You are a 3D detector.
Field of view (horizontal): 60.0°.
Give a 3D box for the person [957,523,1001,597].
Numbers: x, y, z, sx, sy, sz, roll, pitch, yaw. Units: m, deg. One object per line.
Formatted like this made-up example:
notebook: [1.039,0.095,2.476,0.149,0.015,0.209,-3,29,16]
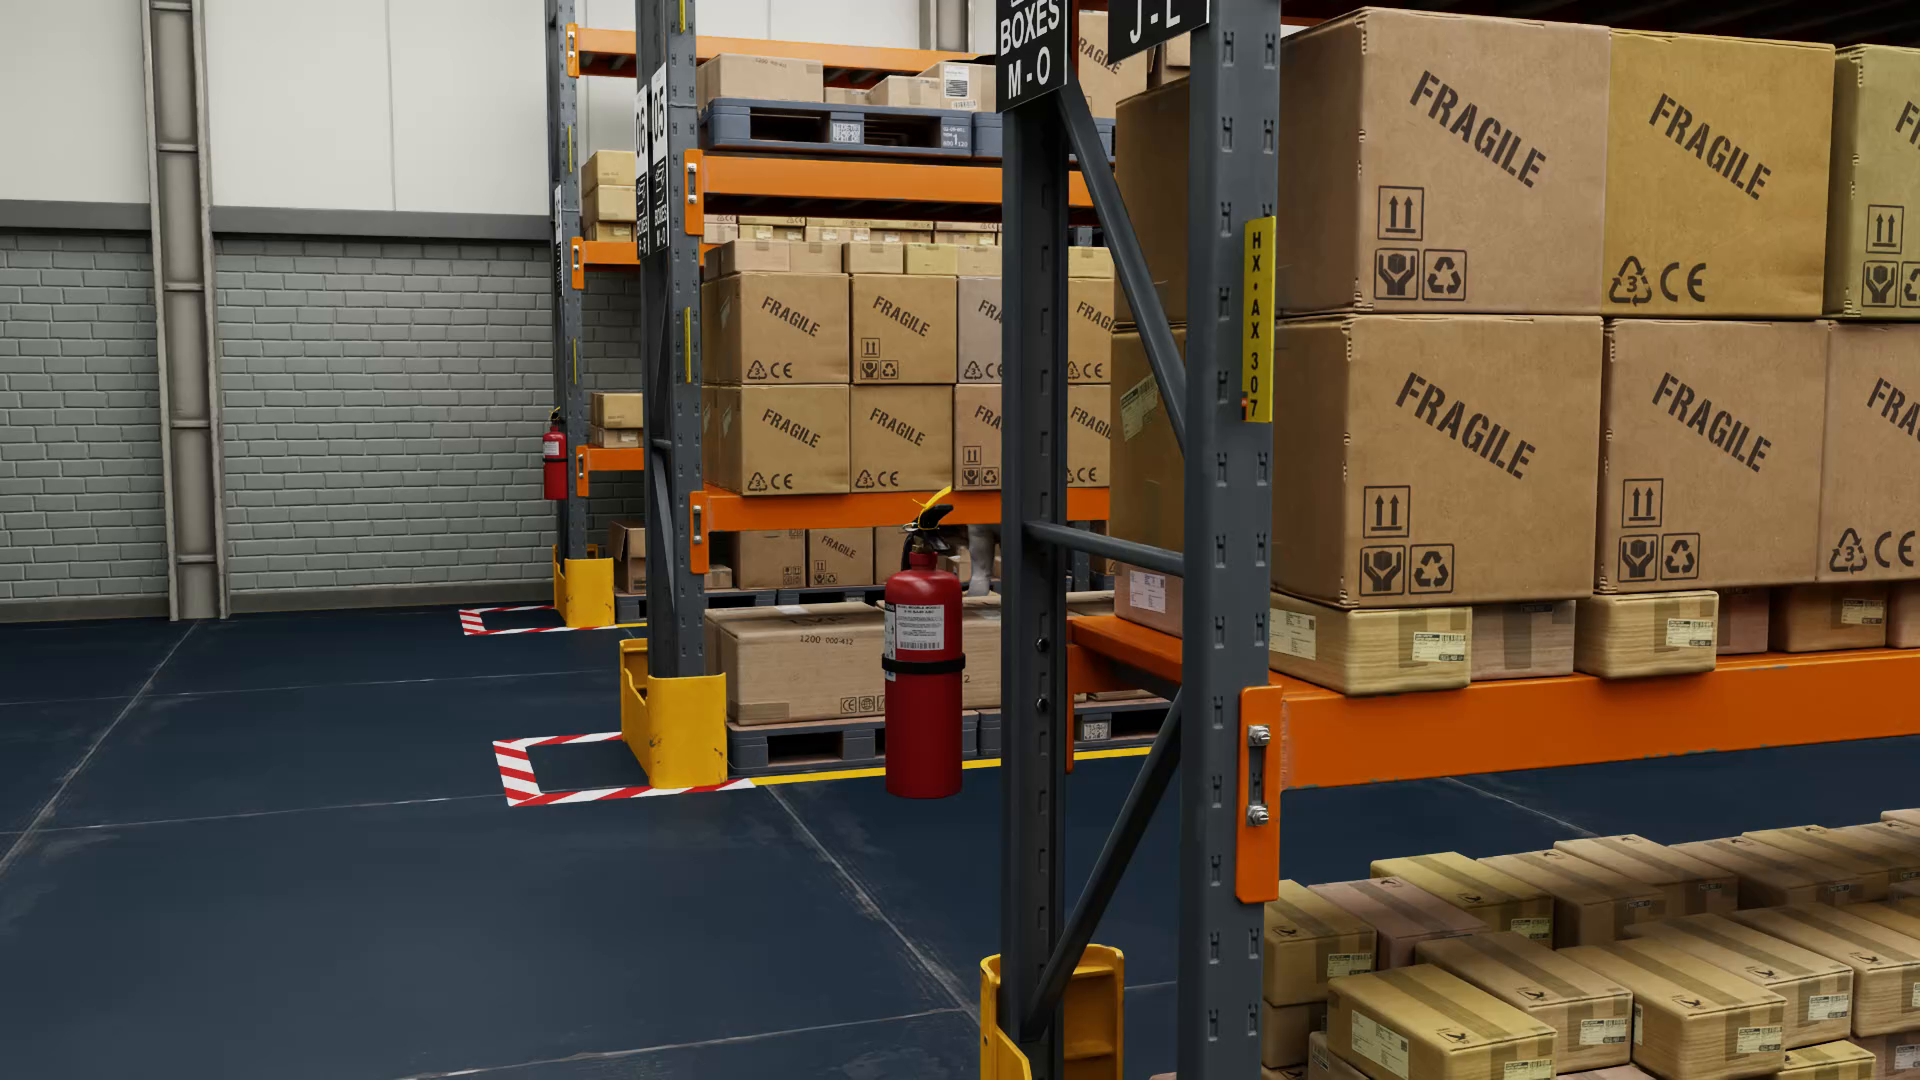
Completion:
person: [0.250,-0.170,11.336,0.613,1.726,0.937,1,6,10]
